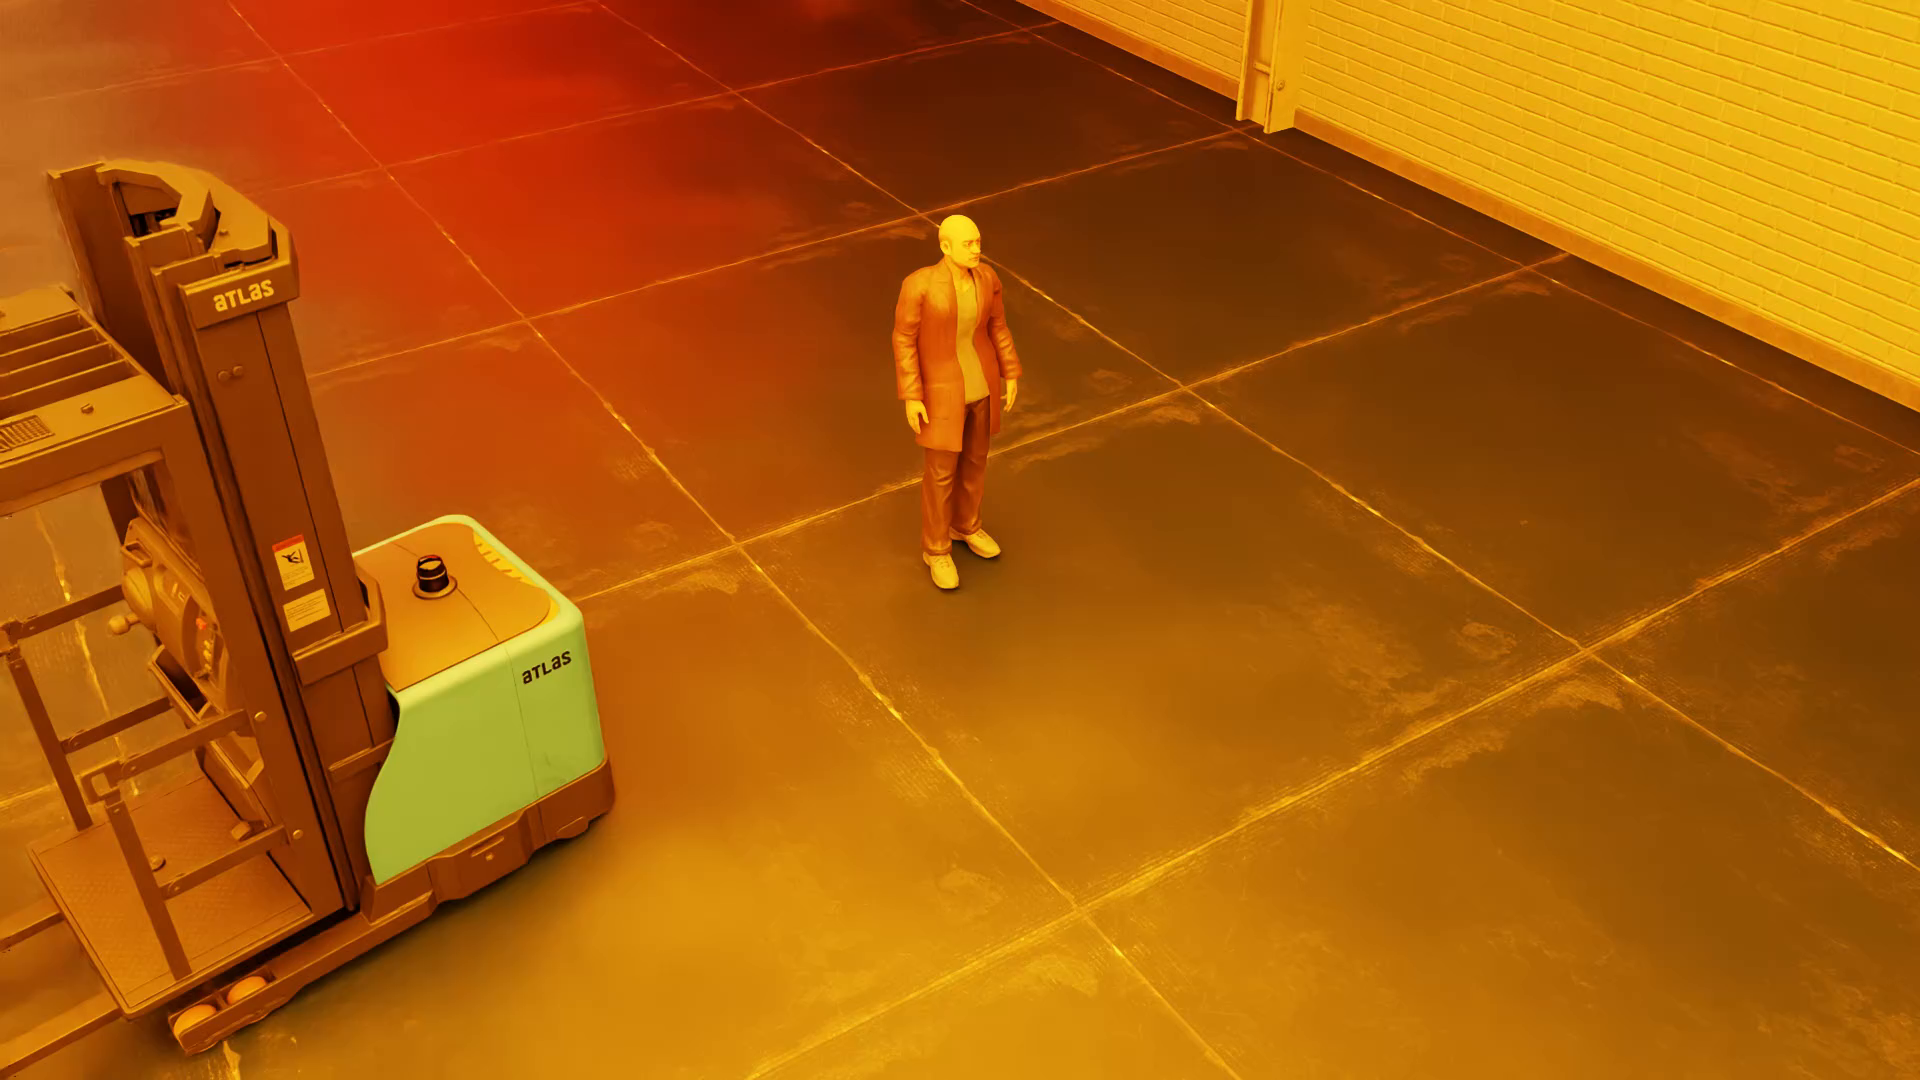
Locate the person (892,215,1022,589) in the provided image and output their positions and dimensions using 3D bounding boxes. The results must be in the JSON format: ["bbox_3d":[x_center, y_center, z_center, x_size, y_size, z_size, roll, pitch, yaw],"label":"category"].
[{"bbox_3d":[0.046,-0.688,8.118,0.696,1.775,0.582,-21,40,-27],"label":"person"}]

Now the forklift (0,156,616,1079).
[{"bbox_3d":[-2.885,0.319,5.693,3.031,2.935,1.130,-27,43,-33],"label":"forklift"}]
